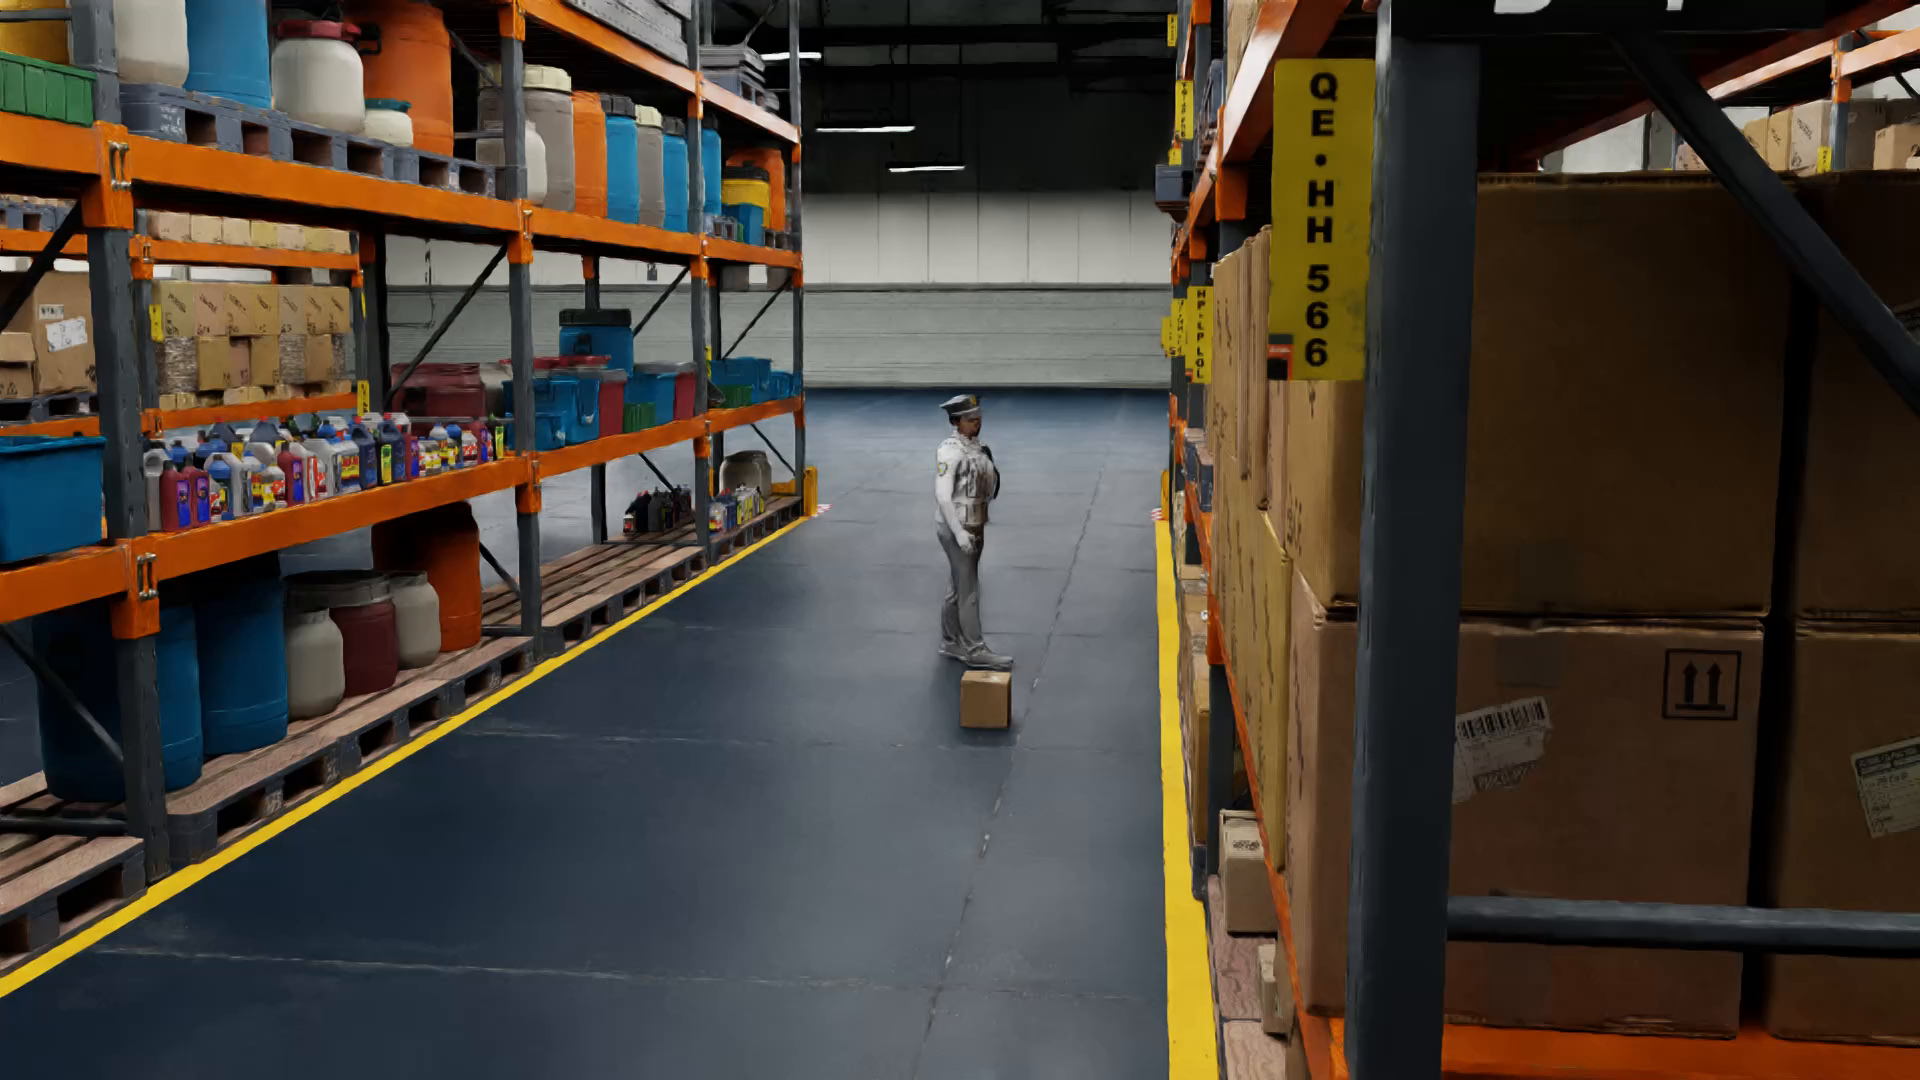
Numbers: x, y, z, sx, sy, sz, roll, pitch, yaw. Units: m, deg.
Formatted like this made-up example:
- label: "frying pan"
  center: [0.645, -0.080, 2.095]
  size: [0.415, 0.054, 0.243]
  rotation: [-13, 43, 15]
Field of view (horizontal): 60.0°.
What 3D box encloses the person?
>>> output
- label: "person"
  center: [0.069, -0.052, 10.137]
  size: [0.564, 1.677, 0.568]
  rotation: [3, 8, 24]
